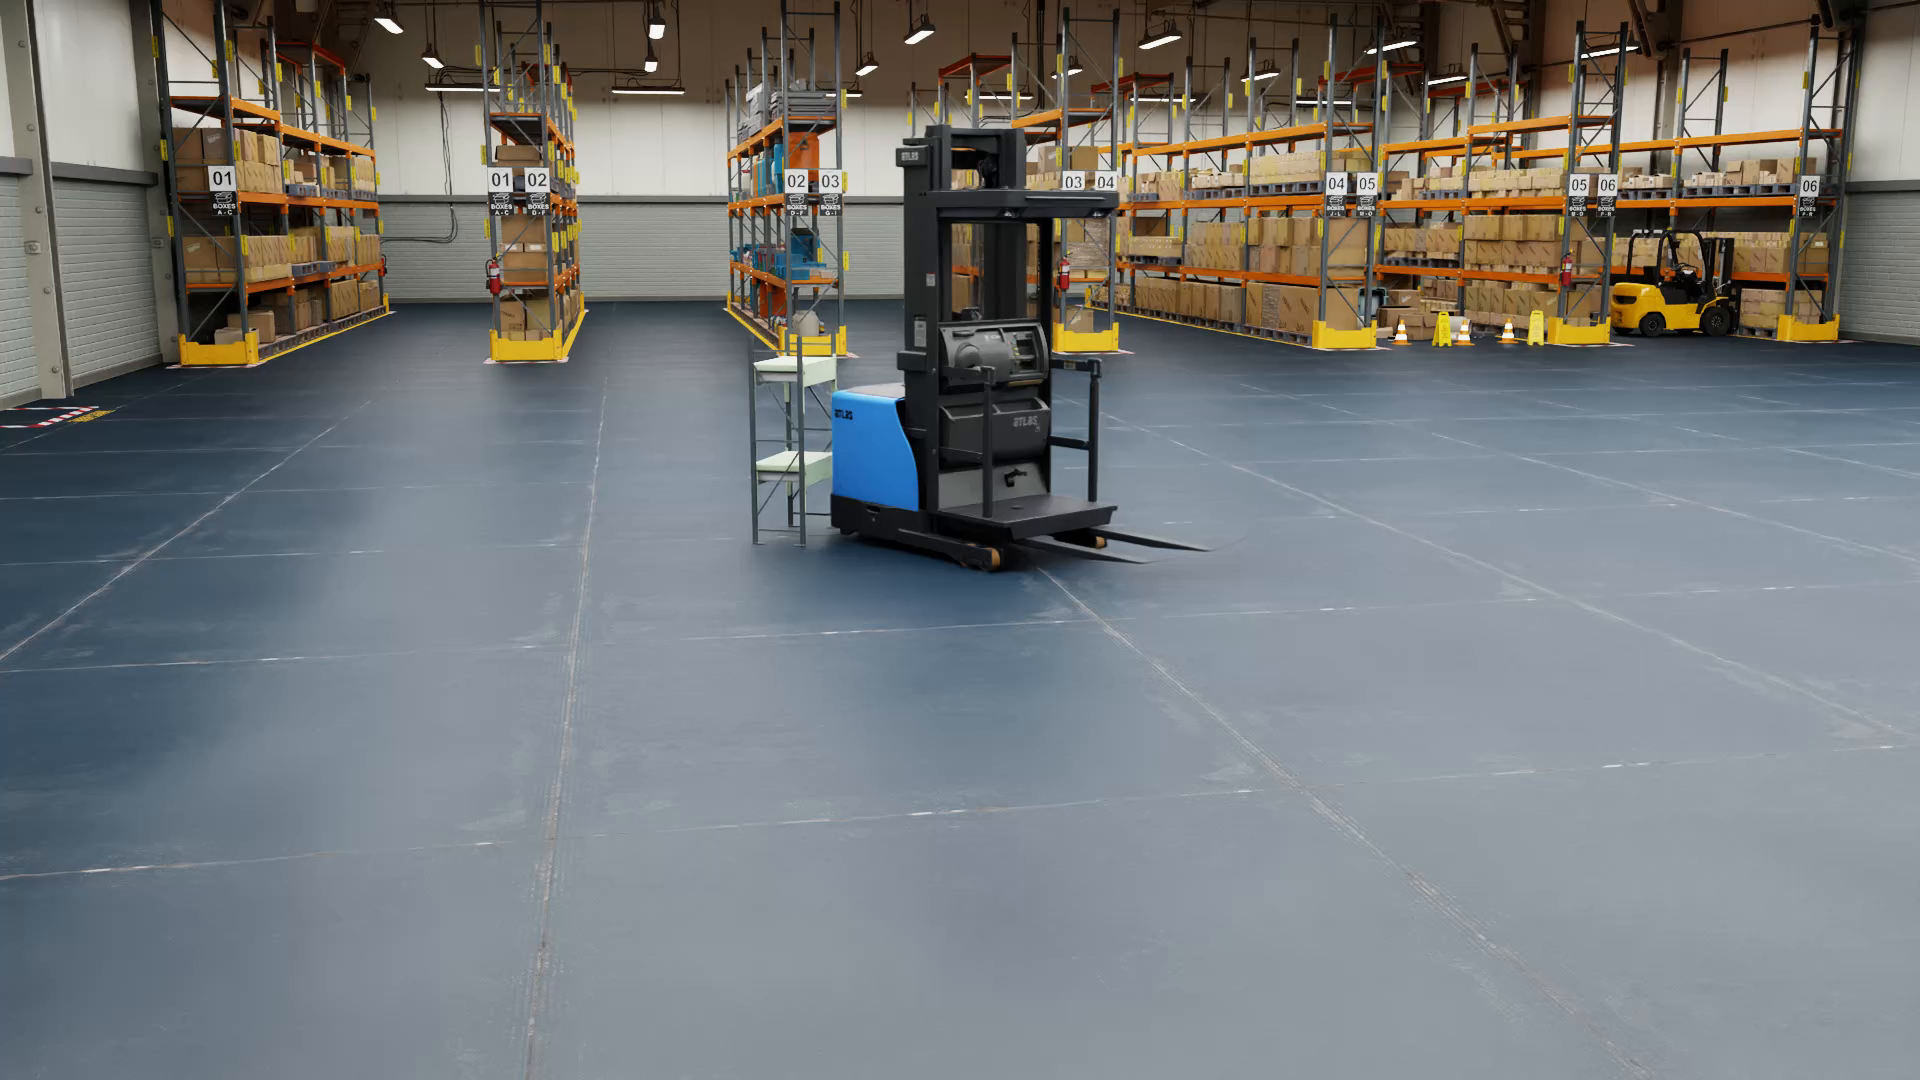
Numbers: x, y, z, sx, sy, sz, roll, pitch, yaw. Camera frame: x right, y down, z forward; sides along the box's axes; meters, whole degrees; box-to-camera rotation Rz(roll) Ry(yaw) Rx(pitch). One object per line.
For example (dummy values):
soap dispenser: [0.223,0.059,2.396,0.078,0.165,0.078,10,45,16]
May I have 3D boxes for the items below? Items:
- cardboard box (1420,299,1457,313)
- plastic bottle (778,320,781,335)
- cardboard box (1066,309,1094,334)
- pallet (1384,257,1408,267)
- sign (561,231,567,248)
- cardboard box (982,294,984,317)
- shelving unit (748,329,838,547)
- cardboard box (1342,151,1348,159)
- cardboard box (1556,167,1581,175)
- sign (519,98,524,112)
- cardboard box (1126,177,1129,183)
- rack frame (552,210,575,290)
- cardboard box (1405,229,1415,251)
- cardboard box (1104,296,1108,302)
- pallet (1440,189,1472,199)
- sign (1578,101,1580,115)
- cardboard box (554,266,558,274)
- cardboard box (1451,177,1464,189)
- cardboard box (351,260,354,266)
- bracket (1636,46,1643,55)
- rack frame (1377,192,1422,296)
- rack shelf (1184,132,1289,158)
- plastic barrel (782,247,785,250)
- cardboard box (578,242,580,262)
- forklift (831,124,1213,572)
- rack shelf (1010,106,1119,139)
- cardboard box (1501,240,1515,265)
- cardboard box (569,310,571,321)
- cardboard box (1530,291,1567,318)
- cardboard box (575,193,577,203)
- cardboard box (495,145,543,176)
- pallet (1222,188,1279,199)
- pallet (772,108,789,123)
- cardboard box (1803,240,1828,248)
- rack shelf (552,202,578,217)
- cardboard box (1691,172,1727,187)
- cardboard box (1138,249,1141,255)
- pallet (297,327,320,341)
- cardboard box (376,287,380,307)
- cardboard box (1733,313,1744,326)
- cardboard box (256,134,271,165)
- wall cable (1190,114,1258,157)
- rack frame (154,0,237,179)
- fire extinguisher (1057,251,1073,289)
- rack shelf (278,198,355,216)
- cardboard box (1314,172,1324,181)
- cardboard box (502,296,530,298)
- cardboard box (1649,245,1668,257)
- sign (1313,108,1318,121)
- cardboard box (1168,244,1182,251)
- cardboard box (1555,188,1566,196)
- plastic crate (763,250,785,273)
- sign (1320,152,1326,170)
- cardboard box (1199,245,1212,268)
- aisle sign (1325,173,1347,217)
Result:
cardboard box: [10.869,-5.295,37.898,0.950,0.372,0.625,-2,11,-9]
plastic bottle: [-3.376,-3.974,31.139,0.061,0.283,0.133,-2,11,-10]
cardboard box: [2.206,-4.024,30.877,0.500,0.500,0.500,0,11,0]
pallet: [10.719,-6.537,39.031,1.213,0.211,1.003,-2,11,-11]
sign: [-7.641,-5.789,32.062,0.100,0.325,0.005,-2,11,-11]
cardboard box: [0.905,-5.264,37.337,0.700,0.500,0.500,-3,11,-14]
shelving unit: [-1.213,-0.767,12.213,0.431,1.500,0.755,3,11,14]
cardboard box: [7.395,-7.208,31.172,0.380,0.149,0.250,-2,11,-11]
cardboard box: [11.676,-7.084,31.909,0.380,0.149,0.250,-2,11,-10]
sign: [-10.277,-10.200,39.010,0.100,0.325,0.005,-2,11,-11]
cardboard box: [4.471,-9.230,42.643,0.380,0.149,0.250,-2,11,-10]
rack frame: [-9.741,-6.772,39.751,1.000,3.000,0.127,-2,11,-11]
cardboard box: [10.554,-6.876,38.114,0.500,0.500,0.500,-2,11,-10]
cardboard box: [4.106,-6.491,44.780,0.380,0.149,0.250,-3,11,-14]
pallet: [11.238,-7.523,36.178,1.213,0.211,1.003,-2,11,-11]
sign: [14.813,-10.362,39.863,0.100,0.325,0.005,-2,11,-11]
cardboard box: [-8.157,-5.351,32.959,0.380,0.149,0.250,-2,11,-11]
cardboard box: [10.998,-7.732,36.055,0.500,0.250,0.500,-2,11,-12]
cardboard box: [-14.184,-6.380,38.313,0.380,0.149,0.250,-2,11,-10]
bracket: [16.052,-11.511,38.982,0.235,0.232,0.430,-2,11,-11]
rack frame: [10.476,-6.758,39.680,1.000,3.000,0.127,-2,11,-11]
rack shelf: [6.029,-8.590,36.253,1.077,0.370,4.000,-2,11,-11]
plastic barrel: [-3.612,-6.014,35.473,0.421,0.512,0.421,0,11,0]
cardboard box: [-10.165,-7.482,43.217,0.500,0.500,0.500,-2,11,-9]
forklift: [0.383,-1.333,11.360,1.130,2.935,3.031,-9,14,-40]
rack shelf: [1.922,-7.889,31.511,1.077,0.370,4.000,-2,11,-11]
cardboard box: [11.389,-5.853,33.862,0.500,0.500,0.500,-2,11,-10]
cardboard box: [-8.622,-4.806,35.655,0.500,0.250,0.500,-2,11,-10]
cardboard box: [11.620,-4.652,32.841,0.500,0.500,0.500,-2,11,-11]
cardboard box: [-10.161,-8.820,42.895,0.500,0.250,0.500,-2,11,-11]
cardboard box: [-7.515,-6.476,28.400,0.797,0.503,0.637,-1,11,-7]
pallet: [6.191,-7.372,35.394,0.805,0.209,1.217,-3,11,-13]
pallet: [-2.897,-7.767,30.512,1.003,0.211,1.213,-2,11,-11]
cardboard box: [17.088,-5.911,33.229,0.380,0.149,0.250,-2,11,-12]
rack shelf: [-10.130,-8.259,41.466,1.077,0.370,4.000,-2,11,-11]
cardboard box: [16.044,-7.729,35.608,0.500,0.311,0.500,-2,11,-10]
cardboard box: [4.639,-7.144,41.258,0.380,0.149,0.250,-2,11,-10]
pallet: [-13.437,-4.121,33.281,1.003,0.211,1.213,-2,11,-11]
cardboard box: [-15.143,-6.178,42.195,0.700,0.500,0.500,-2,11,-11]
cardboard box: [16.322,-4.586,34.498,0.500,0.250,0.500,-2,11,-10]
cardboard box: [-12.451,-6.870,29.249,0.500,0.500,0.500,-3,11,-13]
wall cable: [8.275,-12.232,52.396,2.355,3.000,0.029,-2,11,-11]
rack frame: [-12.266,-7.337,26.677,1.000,3.000,0.127,-2,11,-11]
fire extinguisher: [1.881,-4.855,29.886,0.296,0.674,0.183,-2,11,-11]
rack shelf: [-14.210,-7.344,36.661,1.077,0.370,4.000,-2,11,-11]
cardboard box: [6.799,-6.746,30.878,0.380,0.149,0.250,-2,11,-11]
cardboard box: [-8.207,-4.248,30.720,0.500,0.500,0.500,-2,11,-11]
cardboard box: [15.775,-6.458,37.169,0.500,0.250,0.500,-2,11,-12]
sign: [9.148,-10.960,42.789,0.100,0.325,0.005,-2,11,-11]
cardboard box: [5.097,-6.862,38.982,0.380,0.149,0.250,-2,11,-10]
cardboard box: [11.688,-6.696,32.004,0.380,0.149,0.250,-2,11,-11]
plastic crate: [-3.720,-5.593,33.388,0.402,0.464,0.583,-2,11,-11]
sign: [6.661,-6.945,30.482,0.100,0.325,0.005,-2,11,-11]
cardboard box: [5.661,-6.331,37.167,0.500,0.500,0.500,-2,11,-11]
aisle sign: [6.915,-6.345,30.559,0.394,0.787,0.004,-2,11,-11]
